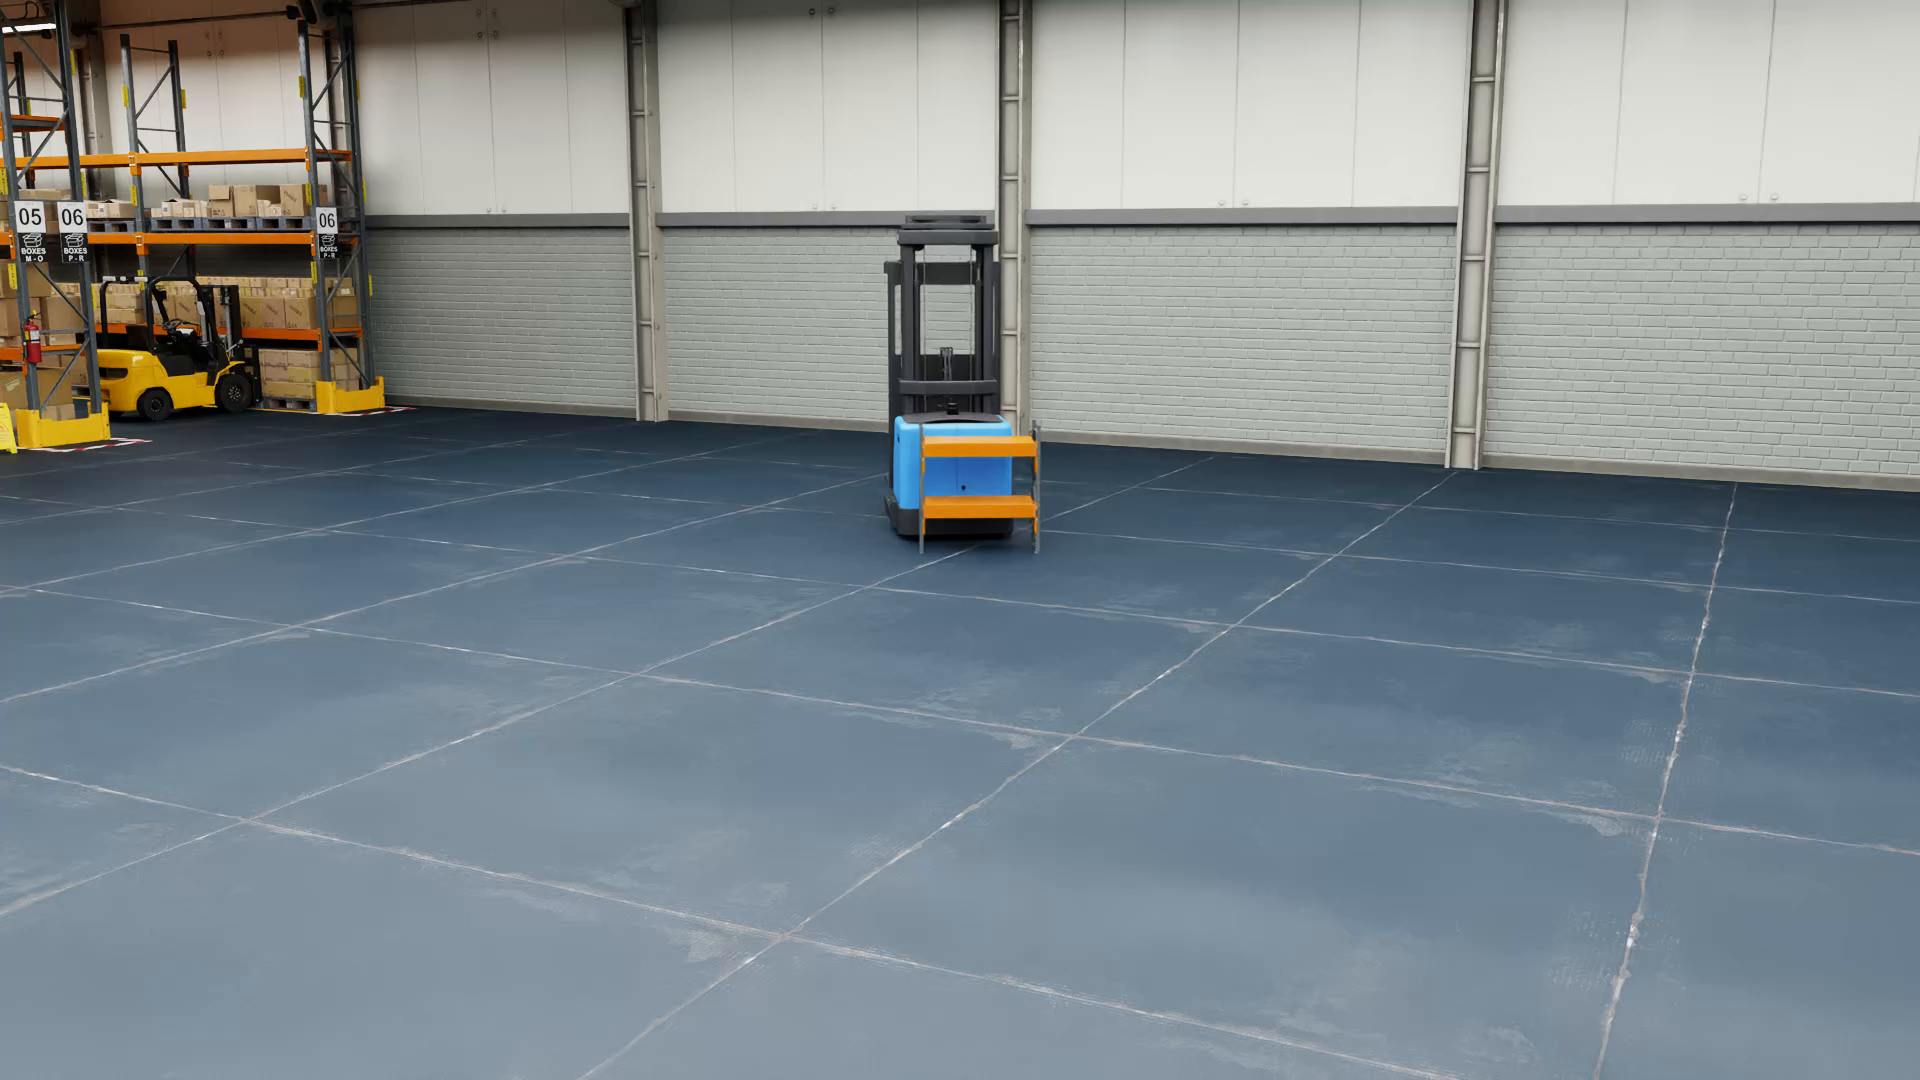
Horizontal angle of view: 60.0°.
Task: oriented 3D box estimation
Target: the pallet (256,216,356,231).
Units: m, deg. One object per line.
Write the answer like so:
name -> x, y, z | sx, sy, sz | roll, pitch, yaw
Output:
pallet -> -10.454, -5.068, 26.636 | 1.213, 0.211, 1.003 | 5, 11, 26

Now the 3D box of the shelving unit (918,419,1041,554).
shelving unit -> 0.163, -0.477, 14.706 | 1.048, 1.125, 0.538 | 0, 10, -2

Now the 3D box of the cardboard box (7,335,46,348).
cardboard box -> -12.455, -2.654, 22.180 | 0.250, 0.149, 0.380 | 5, 12, 28

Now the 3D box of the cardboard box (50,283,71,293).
cardboard box -> -15.688, -4.402, 29.030 | 0.250, 0.149, 0.380 | 5, 12, 27

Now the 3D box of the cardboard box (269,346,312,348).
cardboard box -> -11.072, -3.069, 27.501 | 0.500, 0.250, 0.500 | 5, 11, 25

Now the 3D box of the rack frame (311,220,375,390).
rack frame -> -9.832, -3.576, 26.565 | 0.127, 3.000, 1.000 | 5, 11, 26

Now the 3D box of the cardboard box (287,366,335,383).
cardboard box -> -10.407, -2.664, 26.664 | 0.500, 0.250, 0.500 | 5, 11, 25

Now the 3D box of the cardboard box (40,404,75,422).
cardboard box -> -12.626, -1.744, 22.986 | 0.500, 0.250, 0.500 | 5, 11, 25

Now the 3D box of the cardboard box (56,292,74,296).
cardboard box -> -15.337, -4.184, 28.945 | 0.500, 0.250, 0.500 | 5, 11, 27

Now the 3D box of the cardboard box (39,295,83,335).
cardboard box -> -12.327, -3.060, 22.599 | 0.500, 0.500, 0.500 | 5, 11, 25

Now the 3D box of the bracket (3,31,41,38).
bracket -> -18.278, -9.150, 30.410 | 4.783, 0.066, 0.076 | 5, 11, 26

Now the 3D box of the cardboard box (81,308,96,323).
cardboard box -> -14.872, -3.898, 28.766 | 0.500, 0.250, 0.500 | 5, 11, 26

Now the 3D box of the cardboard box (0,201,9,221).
cardboard box -> -12.603, -4.329, 21.888 | 0.500, 0.250, 0.500 | 5, 11, 25

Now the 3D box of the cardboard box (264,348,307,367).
cardboard box -> -10.843, -2.947, 26.826 | 0.500, 0.250, 0.500 | 5, 12, 27

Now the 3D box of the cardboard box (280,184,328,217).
cardboard box -> -10.337, -5.353, 26.220 | 0.500, 0.500, 0.500 | 5, 12, 28

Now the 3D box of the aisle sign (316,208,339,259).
aisle sign -> -9.903, -4.803, 26.046 | 0.004, 0.787, 0.394 | 5, 11, 26

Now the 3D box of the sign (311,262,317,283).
sign -> -10.084, -4.177, 25.968 | 0.005, 0.325, 0.100 | 5, 11, 26

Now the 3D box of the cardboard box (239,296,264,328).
cardboard box -> -11.310, -3.705, 26.995 | 0.500, 0.500, 0.500 | 5, 11, 25

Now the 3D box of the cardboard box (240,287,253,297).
cardboard box -> -11.428, -4.024, 26.939 | 0.250, 0.149, 0.380 | 5, 11, 26

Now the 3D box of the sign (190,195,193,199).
sign -> -13.175, -5.749, 28.477 | 0.005, 0.325, 0.100 | 5, 11, 26

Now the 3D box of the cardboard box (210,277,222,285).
cardboard box -> -12.074, -4.244, 27.322 | 0.250, 0.149, 0.380 | 5, 11, 26

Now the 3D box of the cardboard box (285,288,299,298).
cardboard box -> -10.509, -3.942, 26.487 | 0.250, 0.149, 0.380 | 5, 12, 27

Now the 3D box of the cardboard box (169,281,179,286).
cardboard box -> -12.982, -4.330, 27.794 | 0.250, 0.149, 0.380 | 5, 11, 27

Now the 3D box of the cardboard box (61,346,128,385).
cardboard box -> -15.259, -3.090, 29.368 | 0.625, 0.625, 0.875 | 5, 11, 23

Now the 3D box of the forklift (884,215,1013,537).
forklift -> -0.176, -1.691, 16.342 | 1.130, 2.935, 3.031 | -1, 10, -6

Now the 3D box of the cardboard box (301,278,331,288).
cardboard box -> -10.246, -4.085, 26.442 | 0.250, 0.149, 0.380 | 5, 11, 26

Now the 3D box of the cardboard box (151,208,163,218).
cardboard box -> -13.151, -5.415, 27.552 | 0.250, 0.149, 0.380 | 5, 12, 27

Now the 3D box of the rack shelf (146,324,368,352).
rack shelf -> -11.625, -3.379, 27.500 | 4.000, 0.370, 1.077 | 5, 11, 26

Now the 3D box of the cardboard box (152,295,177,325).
cardboard box -> -13.137, -3.864, 27.874 | 0.500, 0.500, 0.500 | 5, 11, 24

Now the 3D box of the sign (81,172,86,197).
sign -> -11.785, -4.776, 22.317 | 0.005, 0.325, 0.100 | 5, 11, 26

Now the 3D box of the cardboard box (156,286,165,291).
cardboard box -> -13.249, -4.192, 27.869 | 0.250, 0.149, 0.380 | 5, 11, 25

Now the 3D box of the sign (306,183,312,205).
sign -> -10.084, -5.363, 25.753 | 0.005, 0.325, 0.100 | 5, 11, 26

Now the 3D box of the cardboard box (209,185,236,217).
cardboard box -> -11.719, -5.503, 27.043 | 0.637, 0.503, 0.797 | 5, 12, 28

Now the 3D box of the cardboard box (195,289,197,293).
cardboard box -> -12.348, -4.104, 27.380 | 0.250, 0.149, 0.380 | 5, 11, 25

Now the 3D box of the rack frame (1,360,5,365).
rack frame -> -17.006, -4.206, 30.048 | 0.127, 3.000, 1.000 | 5, 11, 26

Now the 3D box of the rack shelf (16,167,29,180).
rack shelf -> -18.800, -6.765, 30.484 | 4.000, 0.370, 1.077 | 5, 11, 26

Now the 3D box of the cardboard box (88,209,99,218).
cardboard box -> -14.539, -5.537, 28.226 | 0.250, 0.149, 0.380 | 5, 11, 26

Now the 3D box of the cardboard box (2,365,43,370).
cardboard box -> -13.118, -2.155, 23.153 | 0.500, 0.500, 0.500 | 5, 11, 24

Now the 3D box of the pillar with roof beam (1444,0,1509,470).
pillar with roof beam -> 4.180, -4.621, 15.493 | 0.400, 9.000, 9.100 | 5, 11, 26

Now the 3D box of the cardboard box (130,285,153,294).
cardboard box -> -13.824, -4.251, 28.193 | 0.250, 0.149, 0.380 | 5, 12, 28

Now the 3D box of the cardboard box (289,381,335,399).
cardboard box -> -10.393, -2.416, 26.698 | 0.500, 0.250, 0.500 | 5, 11, 26

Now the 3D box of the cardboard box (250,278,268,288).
cardboard box -> -11.201, -4.150, 26.801 | 0.250, 0.149, 0.380 | 5, 12, 27

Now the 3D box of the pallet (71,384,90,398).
pallet -> -15.195, -2.667, 29.371 | 1.213, 0.211, 1.003 | 5, 11, 26

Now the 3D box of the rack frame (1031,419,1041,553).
rack frame -> 0.671, -0.481, 14.728 | 0.032, 1.125, 0.500 | 0, 10, -2

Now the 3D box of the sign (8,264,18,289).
sign -> -12.288, -3.421, 21.571 | 0.005, 0.325, 0.100 | 5, 11, 26

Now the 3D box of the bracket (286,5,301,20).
bracket -> -10.587, -8.474, 26.676 | 0.430, 0.232, 0.235 | 5, 11, 26

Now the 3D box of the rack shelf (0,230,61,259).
rack shelf -> -13.818, -4.062, 22.851 | 4.000, 0.370, 1.077 | 5, 11, 26
